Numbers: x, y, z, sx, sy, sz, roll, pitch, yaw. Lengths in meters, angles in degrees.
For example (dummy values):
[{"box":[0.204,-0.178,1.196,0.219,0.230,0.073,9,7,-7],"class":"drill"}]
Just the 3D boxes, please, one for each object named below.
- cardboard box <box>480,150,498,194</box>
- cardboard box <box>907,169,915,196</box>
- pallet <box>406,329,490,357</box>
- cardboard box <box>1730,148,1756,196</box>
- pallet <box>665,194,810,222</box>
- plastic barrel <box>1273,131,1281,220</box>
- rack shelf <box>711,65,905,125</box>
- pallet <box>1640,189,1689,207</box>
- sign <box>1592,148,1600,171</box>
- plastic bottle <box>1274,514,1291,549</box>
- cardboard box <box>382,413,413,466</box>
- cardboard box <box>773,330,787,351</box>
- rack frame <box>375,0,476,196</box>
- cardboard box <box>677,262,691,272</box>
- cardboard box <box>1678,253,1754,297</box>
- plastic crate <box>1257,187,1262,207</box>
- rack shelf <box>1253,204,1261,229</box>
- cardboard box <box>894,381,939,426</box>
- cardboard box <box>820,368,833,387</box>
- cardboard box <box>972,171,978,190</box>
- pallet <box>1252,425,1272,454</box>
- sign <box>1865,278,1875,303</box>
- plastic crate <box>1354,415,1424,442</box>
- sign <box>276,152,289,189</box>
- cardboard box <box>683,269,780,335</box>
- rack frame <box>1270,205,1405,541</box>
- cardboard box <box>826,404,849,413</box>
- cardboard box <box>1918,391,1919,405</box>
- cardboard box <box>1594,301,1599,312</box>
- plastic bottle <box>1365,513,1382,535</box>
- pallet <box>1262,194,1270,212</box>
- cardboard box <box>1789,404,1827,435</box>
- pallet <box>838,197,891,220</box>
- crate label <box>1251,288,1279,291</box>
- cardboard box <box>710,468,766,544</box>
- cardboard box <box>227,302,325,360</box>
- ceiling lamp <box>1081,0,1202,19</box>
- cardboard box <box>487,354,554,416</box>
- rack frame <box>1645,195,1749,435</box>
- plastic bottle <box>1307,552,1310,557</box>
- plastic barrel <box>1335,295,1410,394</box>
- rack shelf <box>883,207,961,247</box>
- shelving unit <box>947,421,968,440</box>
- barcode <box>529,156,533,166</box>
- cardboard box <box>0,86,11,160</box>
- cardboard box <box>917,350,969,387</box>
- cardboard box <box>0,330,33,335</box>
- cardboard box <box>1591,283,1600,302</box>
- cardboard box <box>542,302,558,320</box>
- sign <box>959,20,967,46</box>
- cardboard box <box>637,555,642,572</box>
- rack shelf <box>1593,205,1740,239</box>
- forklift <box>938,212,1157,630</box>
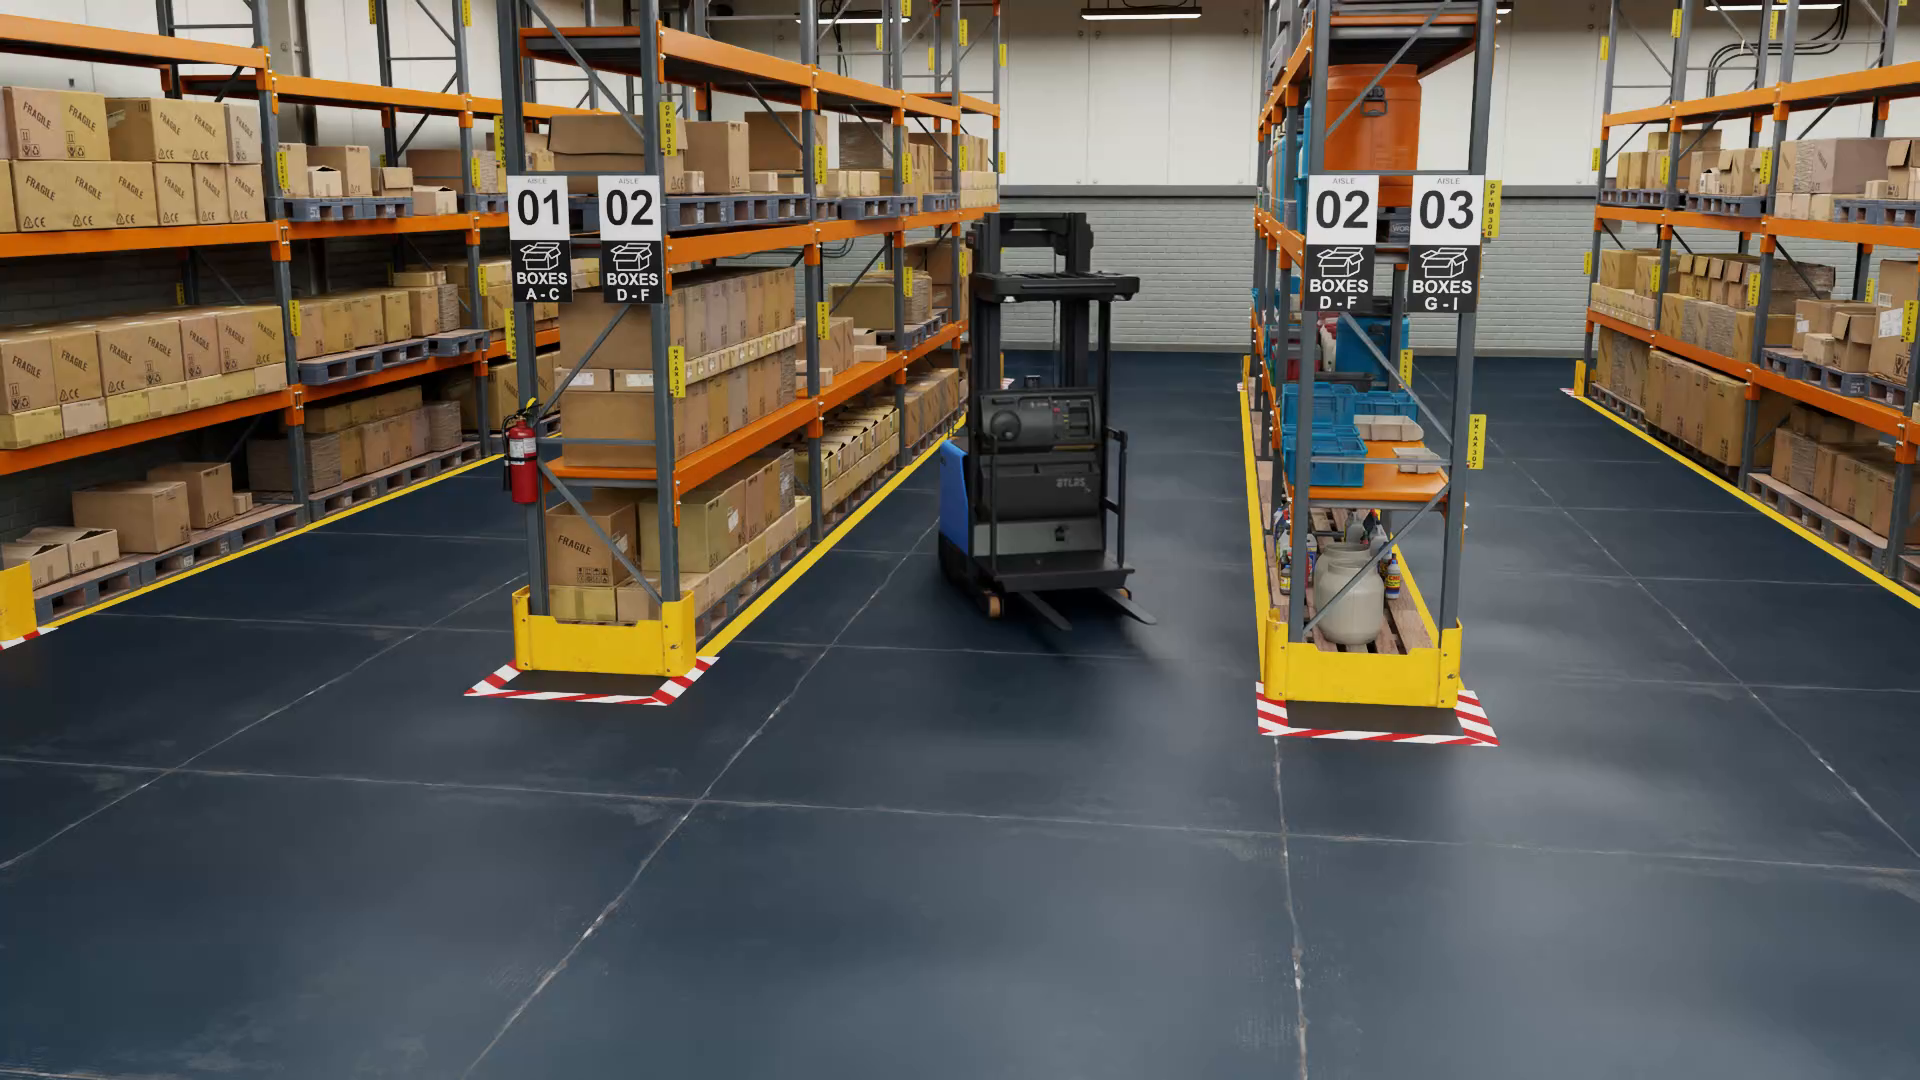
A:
[{"box":[-5.972,-4.402,19.896,0.700,0.500,0.500,1,12,6],"class":"cardboard box"},{"box":[-1.012,-4.010,19.123,0.910,0.500,0.500,2,12,9],"class":"cardboard box"},{"box":[-6.024,-2.211,18.588,1.213,0.211,1.003,2,12,9],"class":"pallet"},{"box":[8.732,-4.007,18.114,0.500,0.500,0.500,3,12,12],"class":"cardboard box"},{"box":[-1.845,-2.709,13.533,1.003,0.211,1.213,2,12,9],"class":"pallet"},{"box":[3.328,-3.512,16.029,0.600,0.830,0.708,2,12,9],"class":"plastic barrel"},{"box":[-1.432,-4.266,16.085,1.077,0.370,4.000,2,12,9],"class":"rack shelf"},{"box":[9.415,-4.401,21.384,1.003,0.211,1.213,2,12,9],"class":"pallet"},{"box":[9.347,-5.592,24.438,0.100,0.325,0.005,2,12,9],"class":"sign"},{"box":[2.650,-0.066,13.601,0.152,0.276,0.135,2,12,11],"class":"plastic bottle"},{"box":[-6.321,-1.090,17.821,0.700,0.500,0.500,2,12,8],"class":"cardboard box"},{"box":[-1.647,-1.661,13.802,0.380,0.149,0.250,2,12,7],"class":"cardboard box"},{"box":[-6.019,-5.389,18.640,1.000,3.000,0.127,2,12,9],"class":"rack frame"},{"box":[-4.858,-4.162,26.474,0.980,0.700,0.700,2,12,11],"class":"cardboard box"},{"box":[9.189,-3.214,20.167,0.797,0.503,0.637,2,12,7],"class":"cardboard box"},{"box":[4.354,-4.758,23.112,0.437,0.282,0.530,2,12,9],"class":"plastic crate"},{"box":[4.693,-4.499,23.338,1.077,0.370,4.000,2,12,9],"class":"rack shelf"},{"box":[-0.539,-1.698,20.640,0.500,0.500,0.500,1,12,7],"class":"cardboard box"},{"box":[-1.401,-1.519,15.519,0.380,0.149,0.250,2,12,9],"class":"cardboard box"},{"box":[-0.025,-5.068,23.439,0.500,0.250,0.500,2,12,9],"class":"cardboard box"},{"box":[4.040,-1.191,20.019,1.003,0.211,1.213,2,12,9],"class":"pallet"},{"box":[9.201,-2.487,16.852,0.100,0.325,0.005,2,12,9],"class":"sign"},{"box":[3.155,-0.828,12.340,0.530,0.136,0.437,2,12,9],"class":"plastic crate"},{"box":[-6.097,-3.327,14.964,0.100,0.325,0.005,2,12,9],"class":"sign"},{"box":[-1.878,-1.949,13.602,0.700,0.500,0.500,2,12,9],"class":"cardboard box"},{"box":[3.155,-1.303,13.919,1.000,3.000,0.127,2,12,9],"class":"rack frame"},{"box":[-1.495,-1.333,18.256,0.500,0.311,0.500,2,12,11],"class":"cardboard box"},{"box":[7.918,-1.245,12.707,0.875,0.500,0.500,2,12,9],"class":"cardboard box"},{"box":[9.475,-3.401,24.251,0.380,0.149,0.250,2,12,8],"class":"cardboard box"},{"box":[3.311,-0.040,13.301,0.144,0.351,0.185,1,12,6],"class":"plastic bottle"},{"box":[4.361,-4.176,20.578,1.213,0.211,1.003,2,12,9],"class":"pallet"},{"box":[8.590,-1.194,16.524,0.500,0.250,0.500,2,12,11],"class":"cardboard box"},{"box":[-1.309,-3.294,16.485,1.003,0.211,1.213,2,12,11],"class":"pallet"},{"box":[4.637,-3.708,25.332,0.416,0.233,0.303,2,12,9],"class":"crate label"},{"box":[-1.819,-0.276,12.903,0.500,0.500,0.500,2,12,9],"class":"cardboard box"},{"box":[-6.523,-1.993,15.838,0.700,0.500,0.500,2,12,9],"class":"cardboard box"},{"box":[2.991,-10.225,27.224,2.000,3.185,0.800,2,12,9],"class":"ceiling lamp"},{"box":[-5.636,-1.942,20.990,0.750,0.750,0.750,2,12,8],"class":"cardboard box"},{"box":[9.279,-2.808,20.902,1.000,3.000,0.127,2,12,9],"class":"rack frame"},{"box":[2.623,0.166,12.702,0.097,0.201,0.097,0,12,0],"class":"plastic bottle"},{"box":[3.513,-1.619,14.194,0.600,0.901,0.708,2,12,9],"class":"plastic barrel"},{"box":[-0.816,-3.828,20.223,1.077,0.370,4.000,2,12,9],"class":"rack shelf"},{"box":[0.008,-0.524,14.934,0.215,1.050,0.252,2,12,9],"class":"shelving unit"},{"box":[-2.785,-2.460,10.790,0.001,0.075,0.075,2,12,9],"class":"barcode"},{"box":[-6.951,-2.877,11.446,0.500,0.500,0.500,1,12,5],"class":"cardboard box"},{"box":[-0.225,-2.515,24.427,0.797,0.503,0.637,2,12,9],"class":"cardboard box"},{"box":[-7.300,-1.304,12.451,0.500,0.500,0.500,2,12,9],"class":"cardboard box"},{"box":[9.554,-3.621,24.327,0.500,0.250,0.500,2,12,7],"class":"cardboard box"},{"box":[-5.452,-3.074,21.147,0.500,0.500,0.500,2,12,10],"class":"cardboard box"},{"box":[0.040,-6.579,21.570,0.100,0.325,0.005,2,12,9],"class":"sign"},{"box":[-2.499,0.282,12.096,0.500,0.250,0.500,2,12,9],"class":"cardboard box"},{"box":[9.587,-4.339,22.593,1.077,0.370,4.000,2,12,9],"class":"rack shelf"},{"box":[0.661,-0.942,12.406,1.130,2.935,3.031,-3,12,-13],"class":"forklift"}]
